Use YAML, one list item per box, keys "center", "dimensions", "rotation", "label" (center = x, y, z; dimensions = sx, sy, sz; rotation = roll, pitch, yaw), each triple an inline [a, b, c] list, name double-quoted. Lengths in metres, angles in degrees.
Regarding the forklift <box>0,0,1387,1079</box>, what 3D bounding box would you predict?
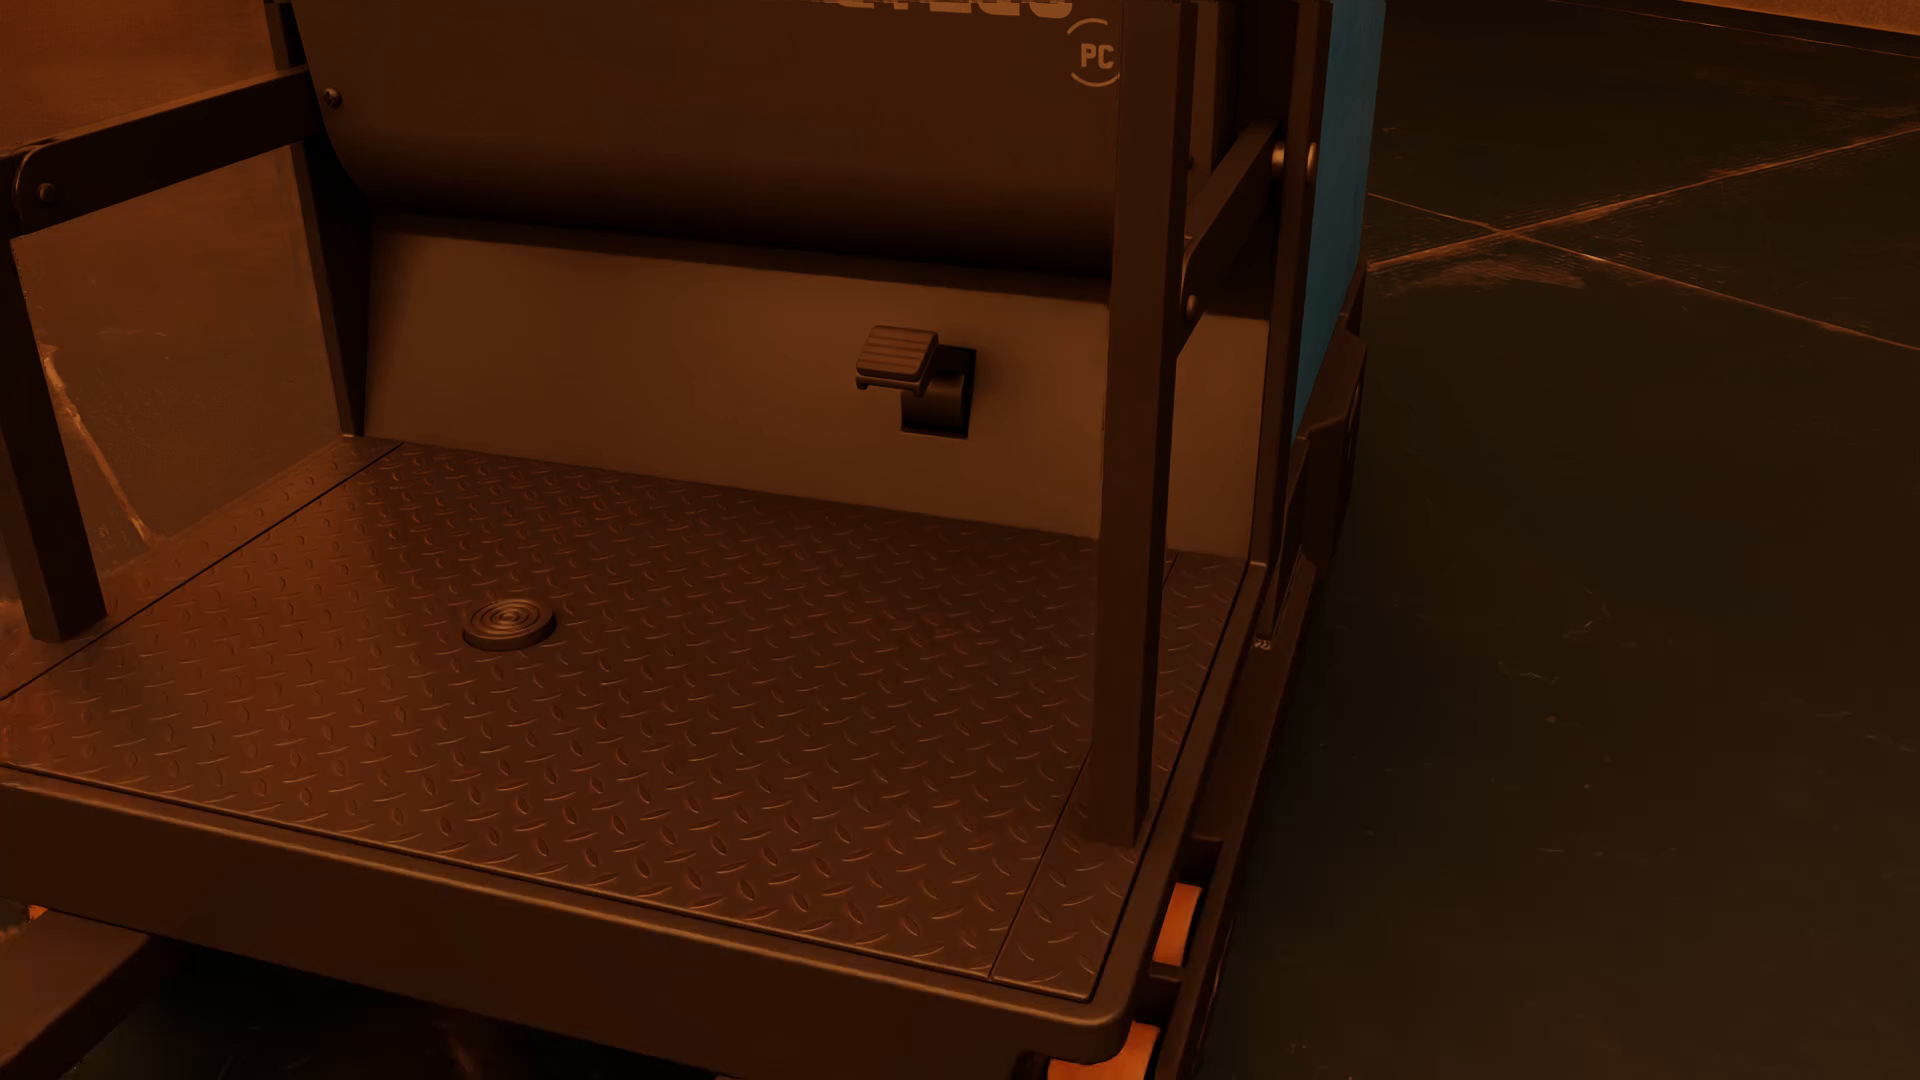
- center: [-0.270, -0.952, 1.129]
  dimensions: [1.130, 2.935, 3.031]
  rotation: [8, 28, 16]
  label: "forklift"
